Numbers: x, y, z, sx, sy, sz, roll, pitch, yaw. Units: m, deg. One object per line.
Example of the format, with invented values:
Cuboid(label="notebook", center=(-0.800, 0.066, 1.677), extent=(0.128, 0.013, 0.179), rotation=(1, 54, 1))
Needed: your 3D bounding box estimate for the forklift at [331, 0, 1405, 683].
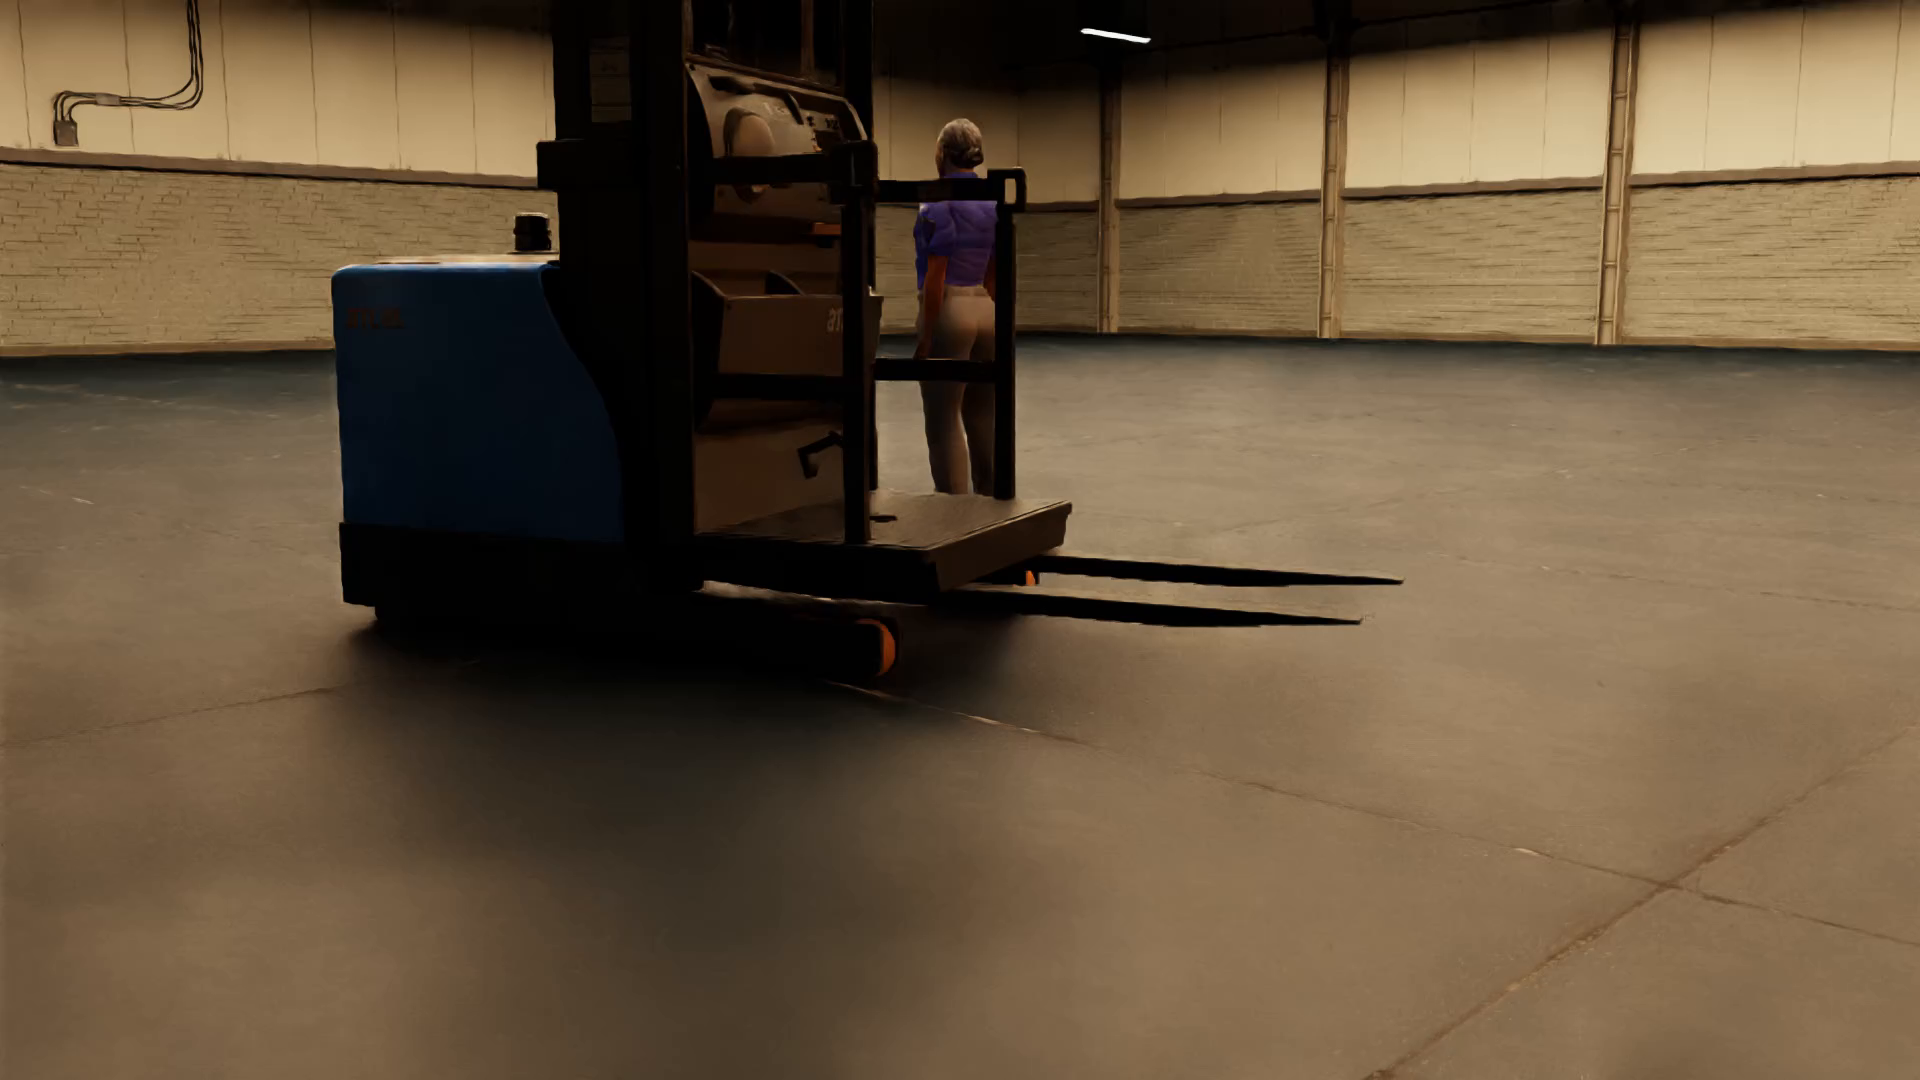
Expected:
Cuboid(label="forklift", center=(-0.304, -1.172, 4.657), extent=(3.031, 2.935, 1.130), rotation=(4, 9, 24))

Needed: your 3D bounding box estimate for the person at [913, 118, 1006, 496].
Cuboid(label="person", center=(-0.012, -0.822, 6.615), extent=(0.320, 1.662, 0.446), rotation=(8, 12, 43))
